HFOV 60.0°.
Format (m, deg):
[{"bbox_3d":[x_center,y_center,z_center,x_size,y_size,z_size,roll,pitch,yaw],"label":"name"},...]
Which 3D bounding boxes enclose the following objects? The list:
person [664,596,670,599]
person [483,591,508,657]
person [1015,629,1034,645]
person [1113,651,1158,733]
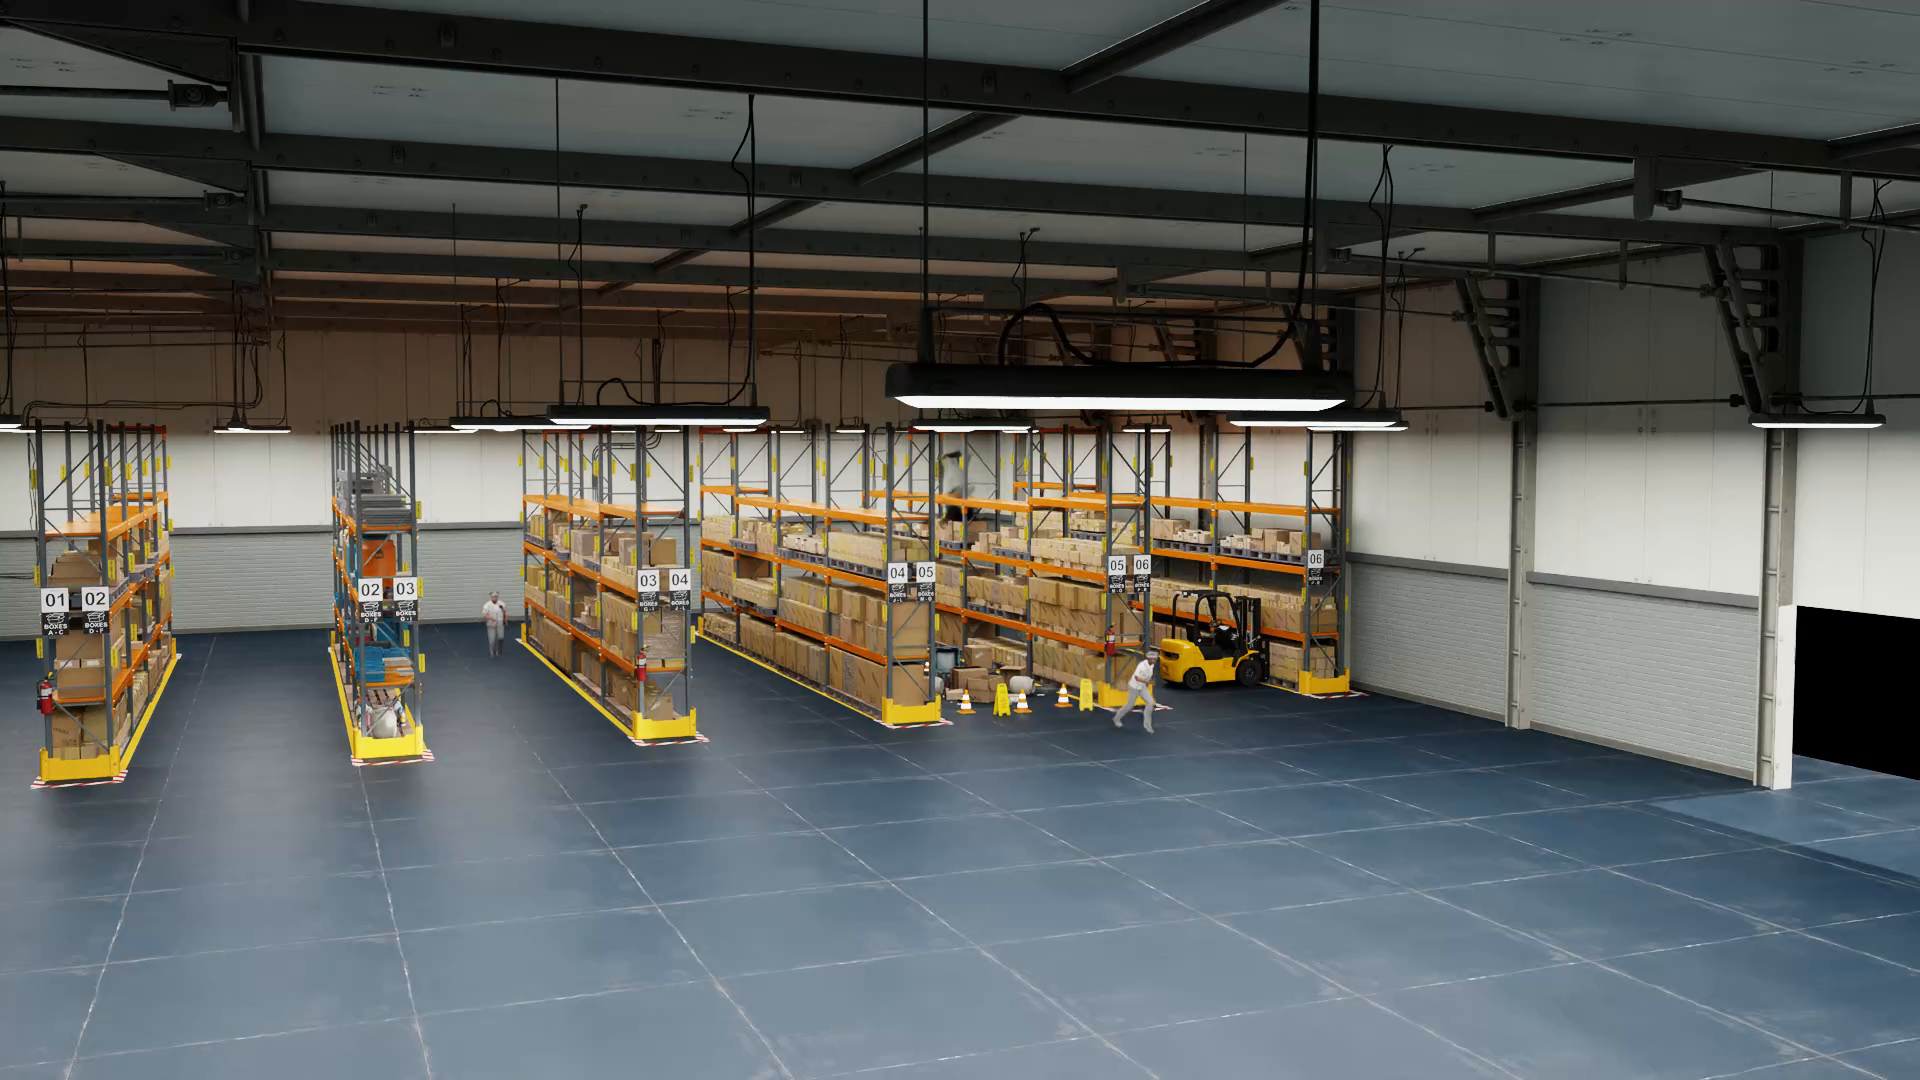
[{"bbox_3d":[-8.413,1.903,47.125,0.695,1.772,0.972,-1,4,-19],"label":"person"},{"bbox_3d":[-11.952,2.172,42.822,0.642,1.728,0.729,-2,4,-26],"label":"person"},{"bbox_3d":[1.697,2.070,45.006,0.620,1.725,0.856,-1,4,-22],"label":"person"},{"bbox_3d":[3.425,2.943,32.345,0.964,1.623,0.618,2,4,34],"label":"person"}]
